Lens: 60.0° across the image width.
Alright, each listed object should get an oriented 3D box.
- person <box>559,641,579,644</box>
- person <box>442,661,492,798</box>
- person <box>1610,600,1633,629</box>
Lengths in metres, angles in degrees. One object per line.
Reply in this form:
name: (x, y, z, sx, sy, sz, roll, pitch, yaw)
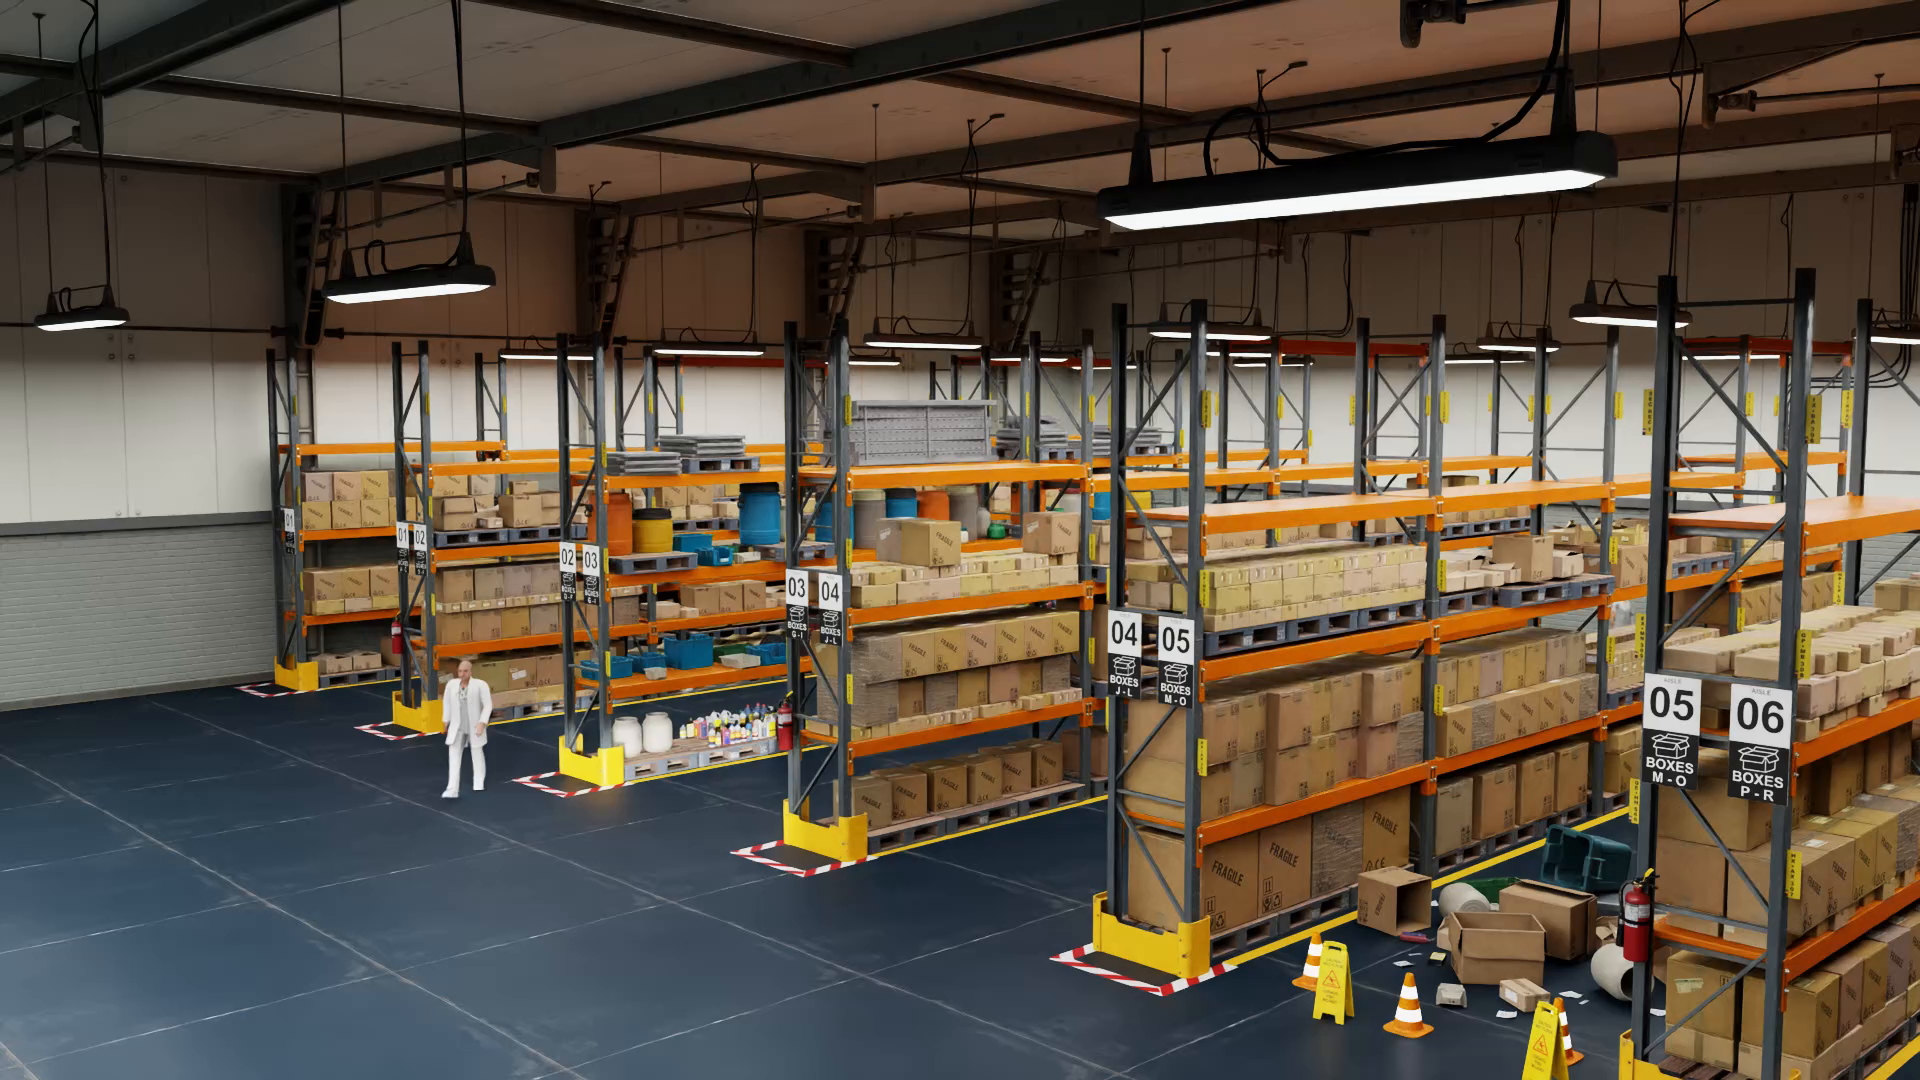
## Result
person: (-7.256, 1.655, 30.658, 0.554, 1.771, 0.726, 2, 5, 21)
person: (-6.376, 2.429, 21.468, 0.668, 1.757, 1.103, -1, 5, -8)
person: (12.228, 1.654, 30.851, 0.490, 1.666, 0.637, -2, 5, -20)
